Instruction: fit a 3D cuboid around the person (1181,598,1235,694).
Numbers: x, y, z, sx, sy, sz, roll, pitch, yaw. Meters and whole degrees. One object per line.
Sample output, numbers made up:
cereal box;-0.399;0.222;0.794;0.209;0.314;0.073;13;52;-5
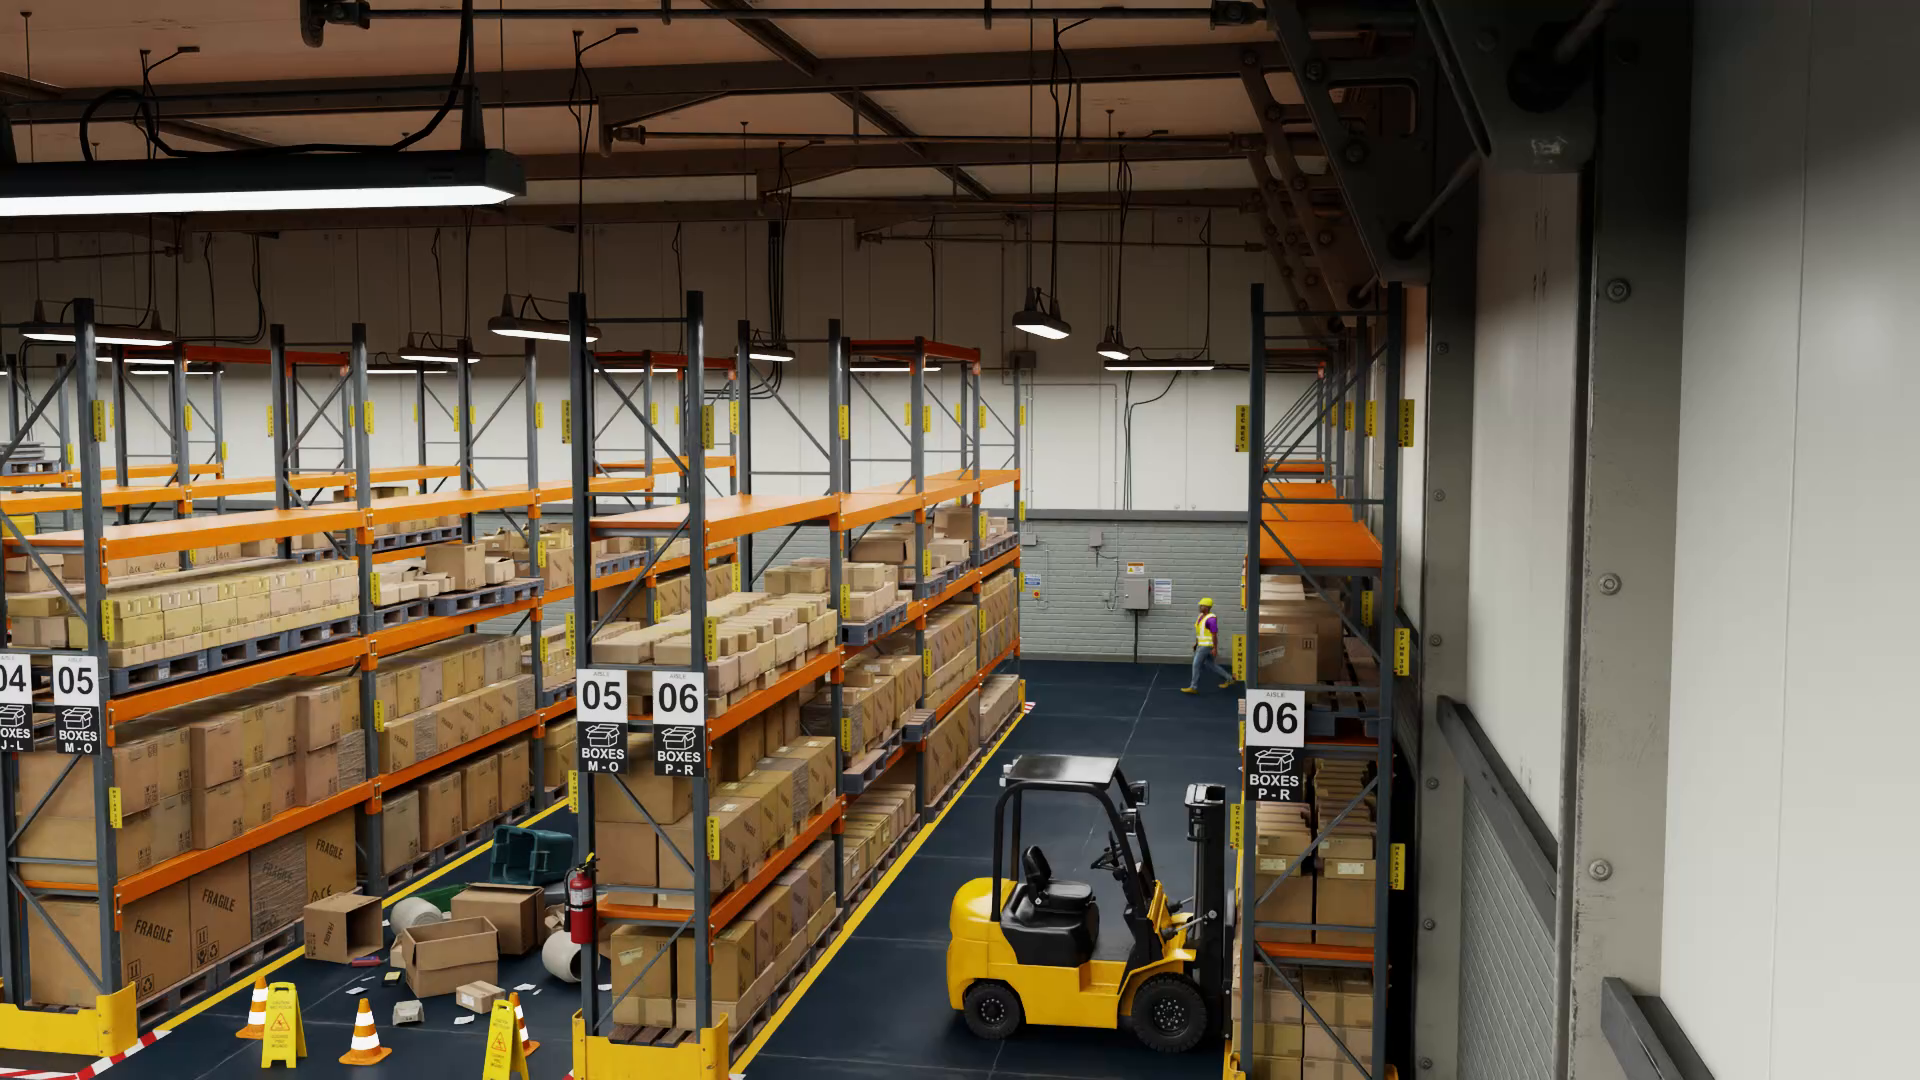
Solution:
person;4.464;1.891;29.926;0.995;1.734;0.558;0;5;-1
